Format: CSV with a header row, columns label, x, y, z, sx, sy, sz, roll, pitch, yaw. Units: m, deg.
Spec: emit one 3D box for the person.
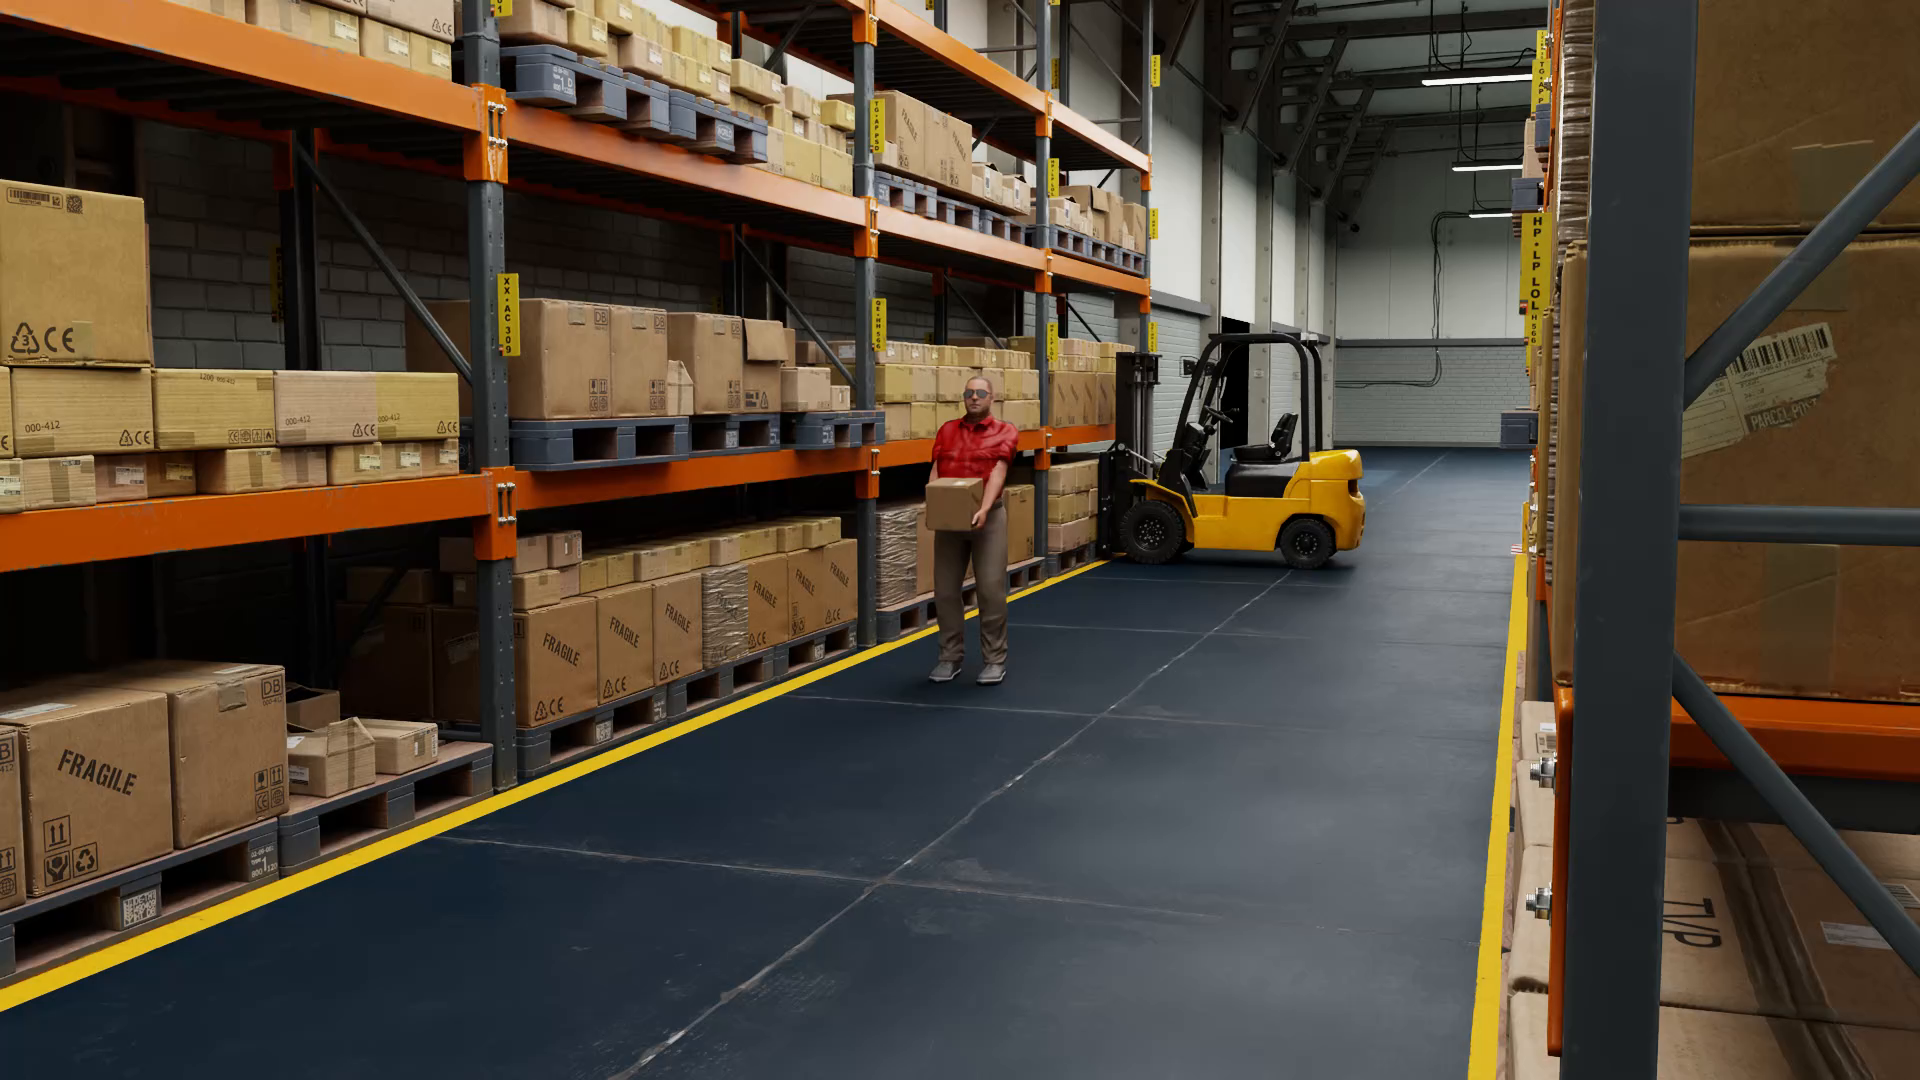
label,x,y,z,sx,sy,sz,roll,pitch,yaw
person,0.046,-0.057,9.288,0.494,1.717,0.530,2,5,20
